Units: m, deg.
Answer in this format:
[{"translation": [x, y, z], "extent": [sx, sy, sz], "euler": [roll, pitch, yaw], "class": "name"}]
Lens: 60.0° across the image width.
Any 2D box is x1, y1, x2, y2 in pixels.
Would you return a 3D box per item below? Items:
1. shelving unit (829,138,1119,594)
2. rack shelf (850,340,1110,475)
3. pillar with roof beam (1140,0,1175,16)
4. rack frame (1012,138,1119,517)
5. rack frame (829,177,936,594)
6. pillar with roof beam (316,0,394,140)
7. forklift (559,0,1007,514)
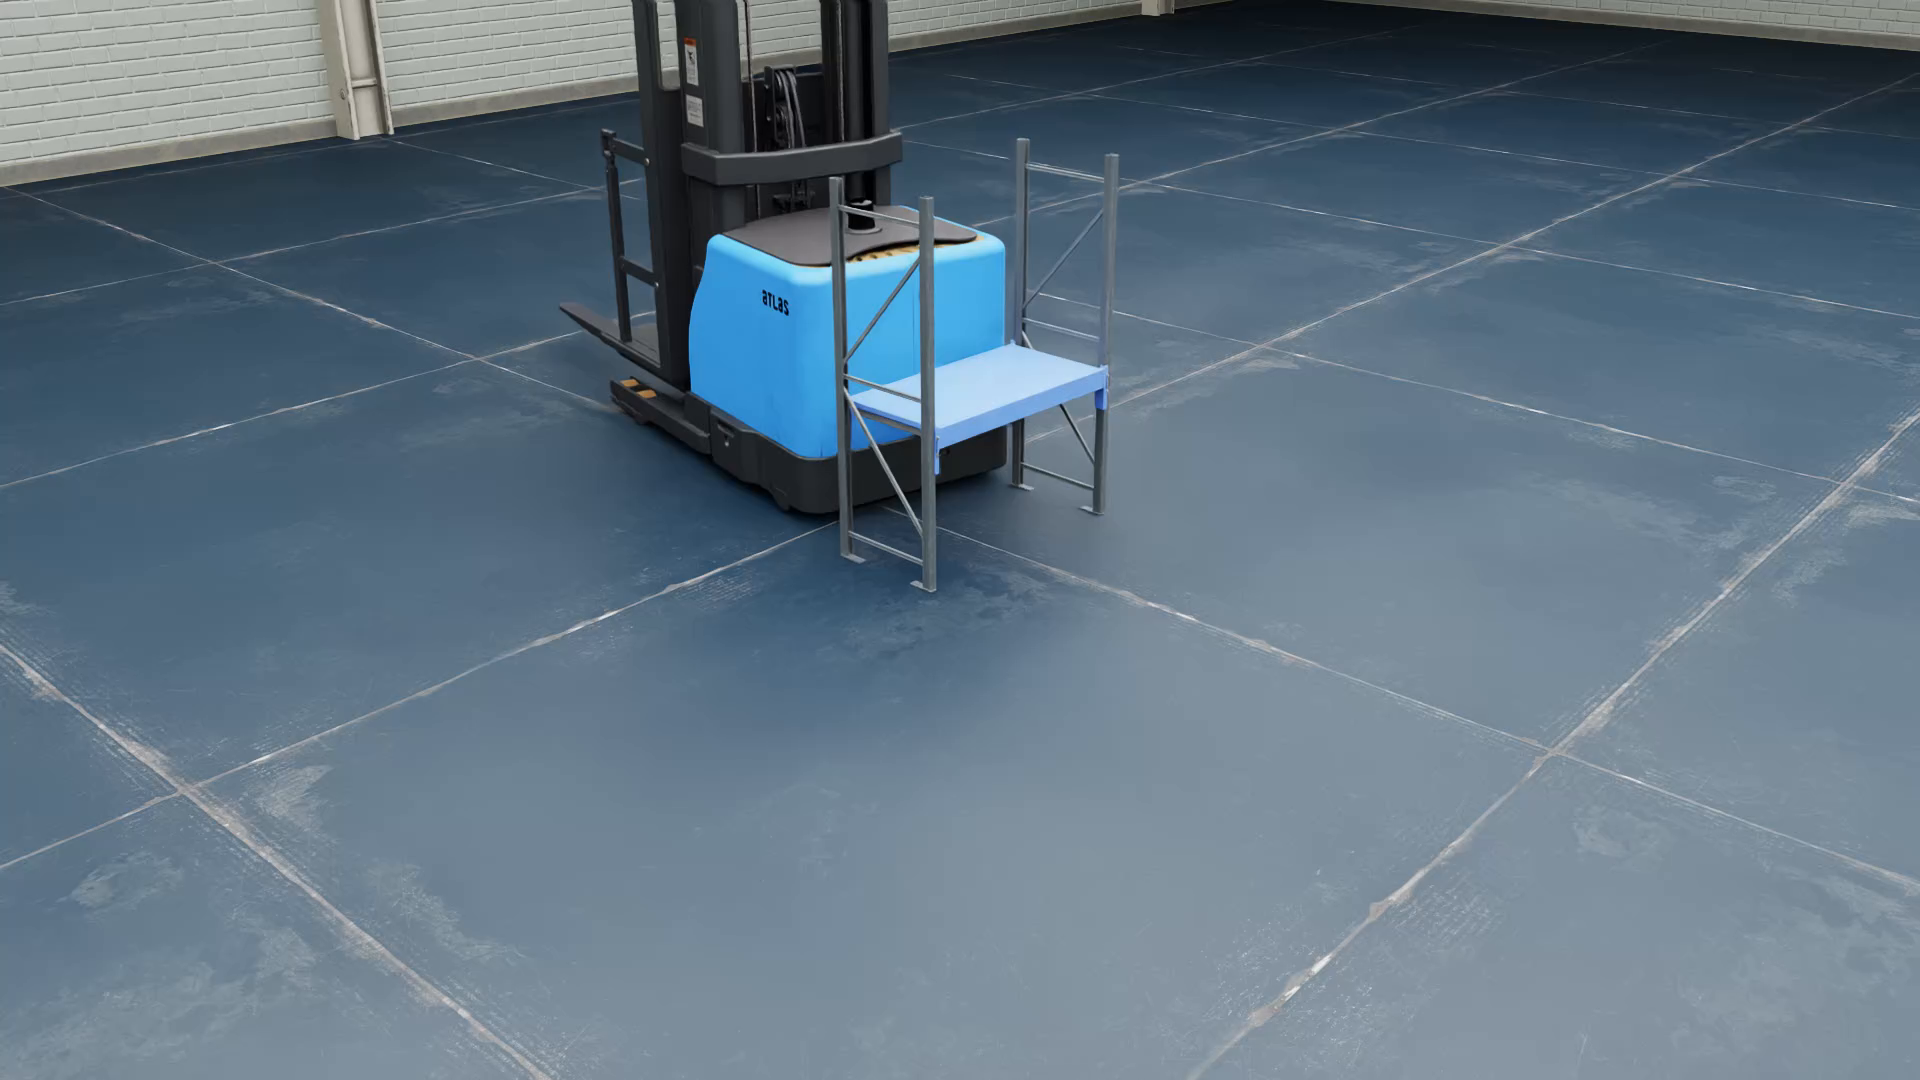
[{"translation": [0.068, -0.707, 6.493], "extent": [0.538, 1.500, 1.048], "euler": [21, 32, 39], "class": "shelving unit"}, {"translation": [0.068, -0.543, 6.567], "extent": [0.538, 0.185, 1.000], "euler": [21, 32, 39], "class": "rack shelf"}, {"translation": [5.924, -10.195, 18.490], "extent": [9.100, 9.000, 0.400], "euler": [20, 31, 38], "class": "pillar with roof beam"}, {"translation": [0.418, -0.858, 6.830], "extent": [0.500, 1.500, 0.032], "euler": [21, 32, 39], "class": "rack frame"}, {"translation": [-0.282, -0.556, 6.157], "extent": [0.500, 1.500, 0.032], "euler": [21, 32, 39], "class": "rack frame"}, {"translation": [-2.085, -6.539, 10.336], "extent": [9.100, 9.000, 0.400], "euler": [20, 31, 38], "class": "pillar with roof beam"}, {"translation": [-1.049, -1.992, 7.611], "extent": [1.130, 2.935, 3.031], "euler": [-16, 29, -32], "class": "forklift"}]
